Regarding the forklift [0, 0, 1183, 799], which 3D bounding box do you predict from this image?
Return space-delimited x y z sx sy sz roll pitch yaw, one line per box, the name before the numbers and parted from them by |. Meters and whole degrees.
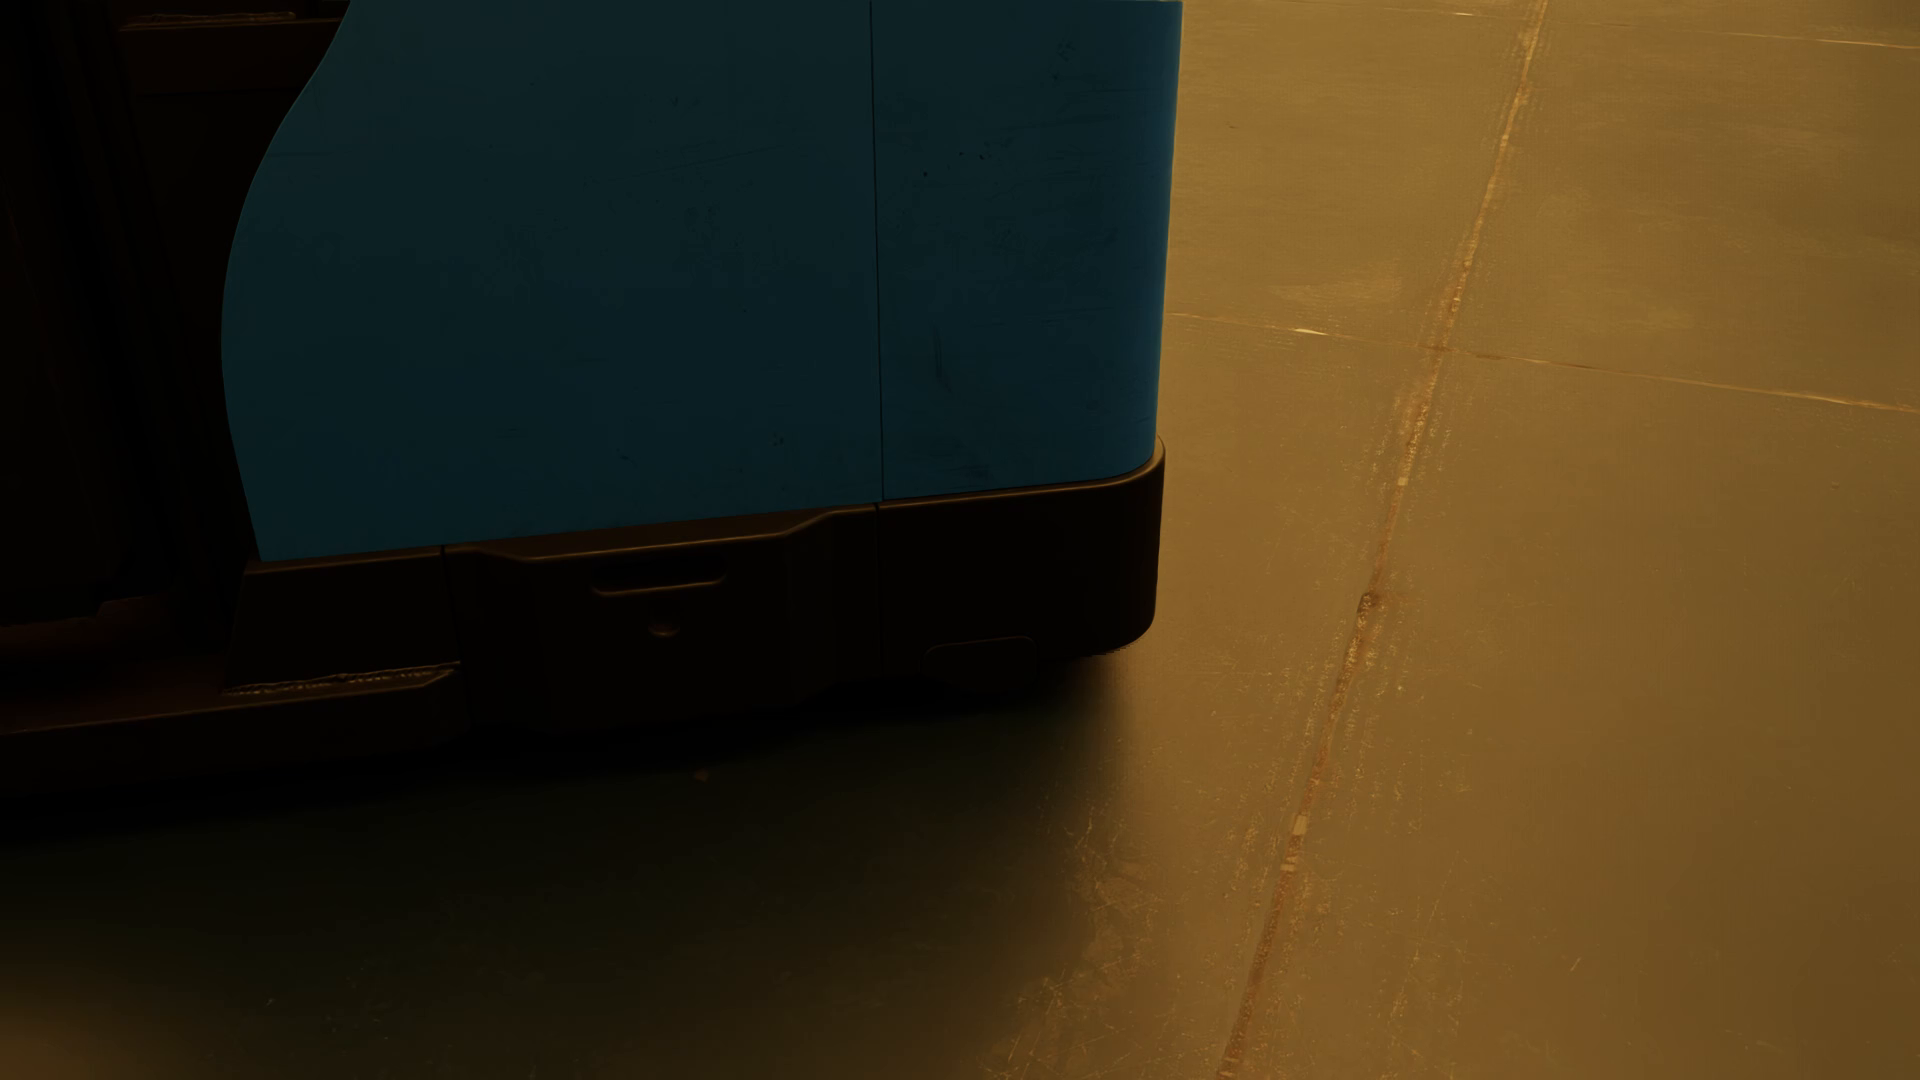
forklift | -1.315 -1.179 1.608 3.031 2.935 1.130 -6 30 -10
